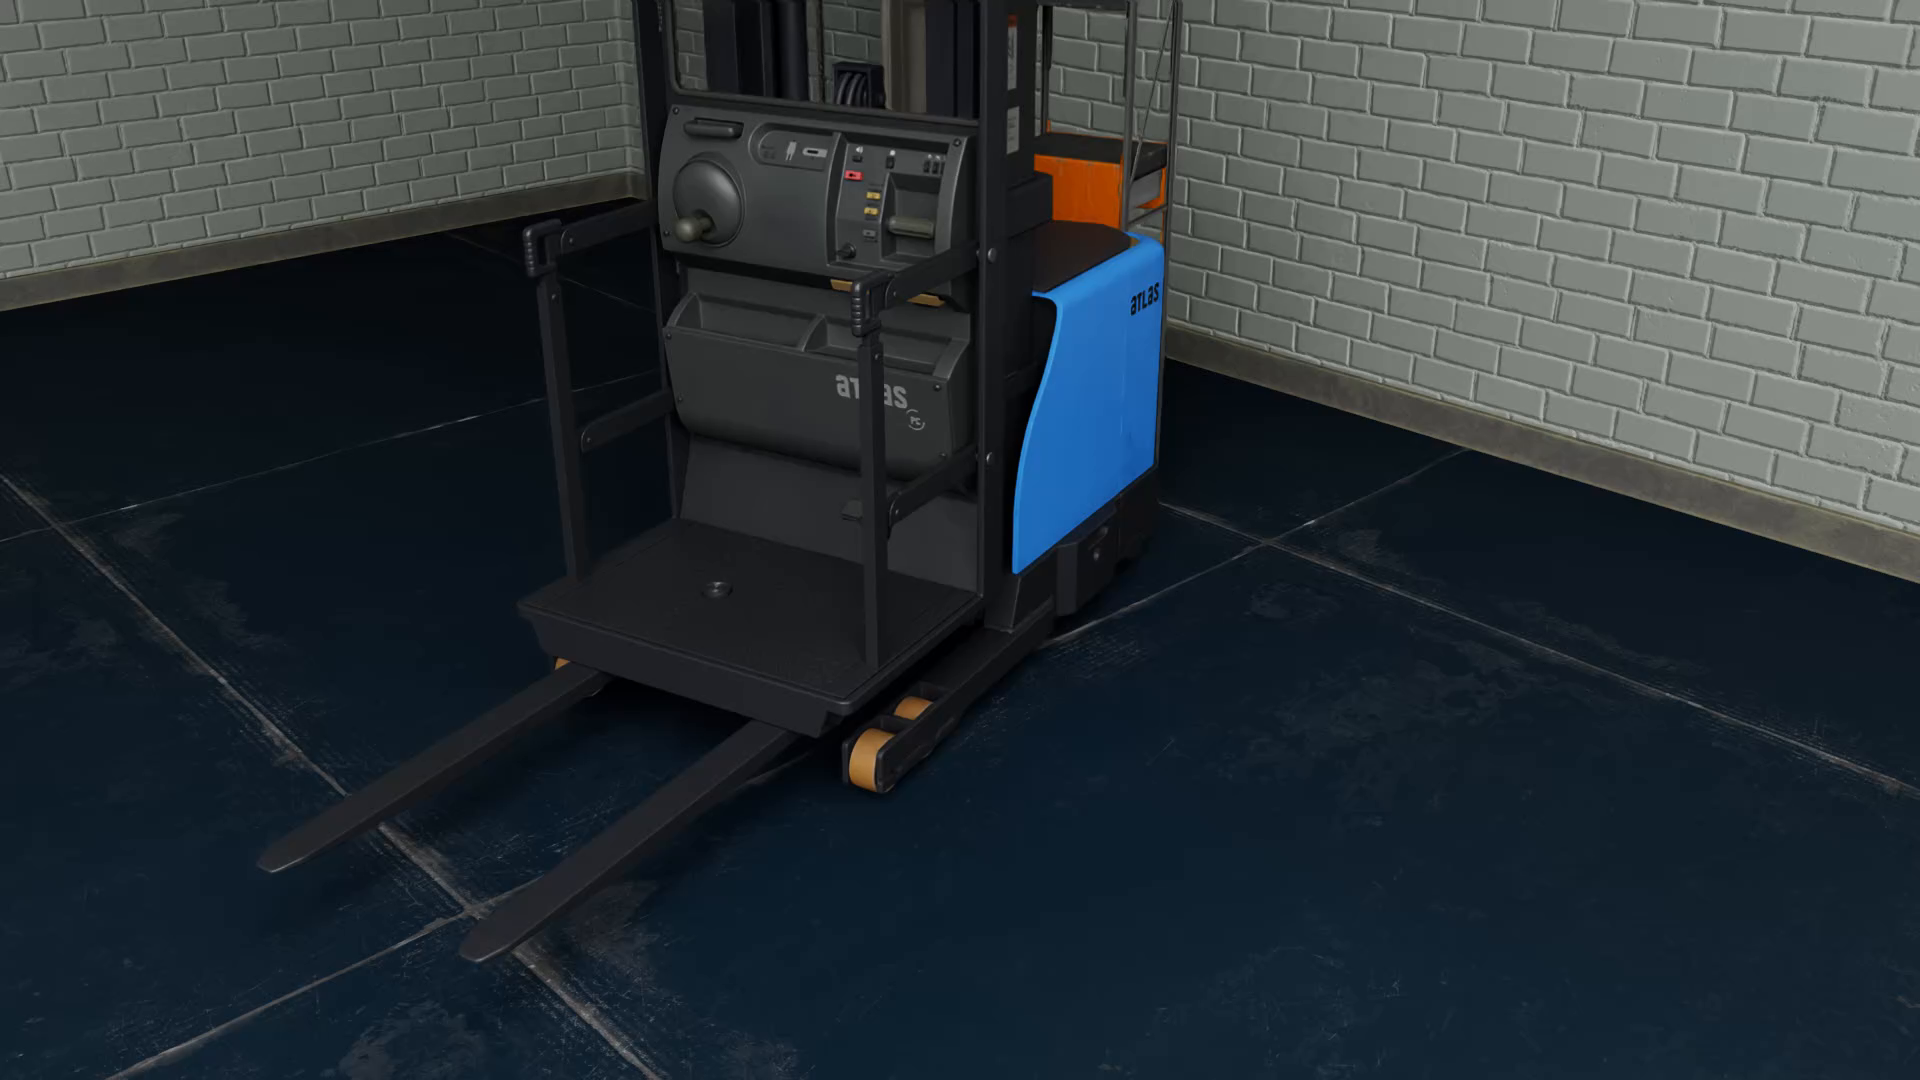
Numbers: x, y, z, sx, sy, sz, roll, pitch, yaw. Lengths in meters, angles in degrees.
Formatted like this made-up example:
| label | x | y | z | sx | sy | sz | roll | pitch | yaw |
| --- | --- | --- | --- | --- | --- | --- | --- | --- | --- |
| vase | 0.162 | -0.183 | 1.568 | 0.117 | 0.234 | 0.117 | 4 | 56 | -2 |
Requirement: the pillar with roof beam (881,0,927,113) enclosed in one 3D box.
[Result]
| label | x | y | z | sx | sy | sz | roll | pitch | yaw |
| --- | --- | --- | --- | --- | --- | --- | --- | --- | --- |
| pillar with roof beam | -3.273 | -4.107 | 3.911 | 9.100 | 9.000 | 0.400 | -21 | 32 | -38 |

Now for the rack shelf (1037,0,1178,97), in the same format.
| label | x | y | z | sx | sy | sz | roll | pitch | yaw |
| --- | --- | --- | --- | --- | --- | --- | --- | --- | --- |
| rack shelf | 0.418 | -1.762 | 5.430 | 0.480 | 0.518 | 0.431 | 13 | 28 | 27 |

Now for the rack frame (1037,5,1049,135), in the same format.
| label | x | y | z | sx | sy | sz | roll | pitch | yaw |
| --- | --- | --- | --- | --- | --- | --- | --- | --- | --- |
| rack frame | 0.206 | -1.188 | 5.825 | 0.015 | 2.100 | 0.400 | 13 | 28 | 27 |

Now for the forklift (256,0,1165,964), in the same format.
| label | x | y | z | sx | sy | sz | roll | pitch | yaw |
| --- | --- | --- | --- | --- | --- | --- | --- | --- | --- |
| forklift | -0.505 | -0.894 | 4.177 | 1.130 | 2.935 | 3.031 | 13 | 28 | 27 |

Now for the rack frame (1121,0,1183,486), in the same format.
| label | x | y | z | sx | sy | sz | roll | pitch | yaw |
| --- | --- | --- | --- | --- | --- | --- | --- | --- | --- |
| rack frame | 0.630 | -1.088 | 5.604 | 0.015 | 2.100 | 0.400 | 13 | 28 | 27 |

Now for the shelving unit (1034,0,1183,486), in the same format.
| label | x | y | z | sx | sy | sz | roll | pitch | yaw |
| --- | --- | --- | --- | --- | --- | --- | --- | --- | --- |
| shelving unit | 0.418 | -1.138 | 5.715 | 0.503 | 2.100 | 0.431 | 13 | 28 | 27 |

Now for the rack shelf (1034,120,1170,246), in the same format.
| label | x | y | z | sx | sy | sz | roll | pitch | yaw |
| --- | --- | --- | --- | --- | --- | --- | --- | --- | --- |
| rack shelf | 0.418 | -1.126 | 5.720 | 0.480 | 0.518 | 0.431 | 13 | 28 | 27 |
